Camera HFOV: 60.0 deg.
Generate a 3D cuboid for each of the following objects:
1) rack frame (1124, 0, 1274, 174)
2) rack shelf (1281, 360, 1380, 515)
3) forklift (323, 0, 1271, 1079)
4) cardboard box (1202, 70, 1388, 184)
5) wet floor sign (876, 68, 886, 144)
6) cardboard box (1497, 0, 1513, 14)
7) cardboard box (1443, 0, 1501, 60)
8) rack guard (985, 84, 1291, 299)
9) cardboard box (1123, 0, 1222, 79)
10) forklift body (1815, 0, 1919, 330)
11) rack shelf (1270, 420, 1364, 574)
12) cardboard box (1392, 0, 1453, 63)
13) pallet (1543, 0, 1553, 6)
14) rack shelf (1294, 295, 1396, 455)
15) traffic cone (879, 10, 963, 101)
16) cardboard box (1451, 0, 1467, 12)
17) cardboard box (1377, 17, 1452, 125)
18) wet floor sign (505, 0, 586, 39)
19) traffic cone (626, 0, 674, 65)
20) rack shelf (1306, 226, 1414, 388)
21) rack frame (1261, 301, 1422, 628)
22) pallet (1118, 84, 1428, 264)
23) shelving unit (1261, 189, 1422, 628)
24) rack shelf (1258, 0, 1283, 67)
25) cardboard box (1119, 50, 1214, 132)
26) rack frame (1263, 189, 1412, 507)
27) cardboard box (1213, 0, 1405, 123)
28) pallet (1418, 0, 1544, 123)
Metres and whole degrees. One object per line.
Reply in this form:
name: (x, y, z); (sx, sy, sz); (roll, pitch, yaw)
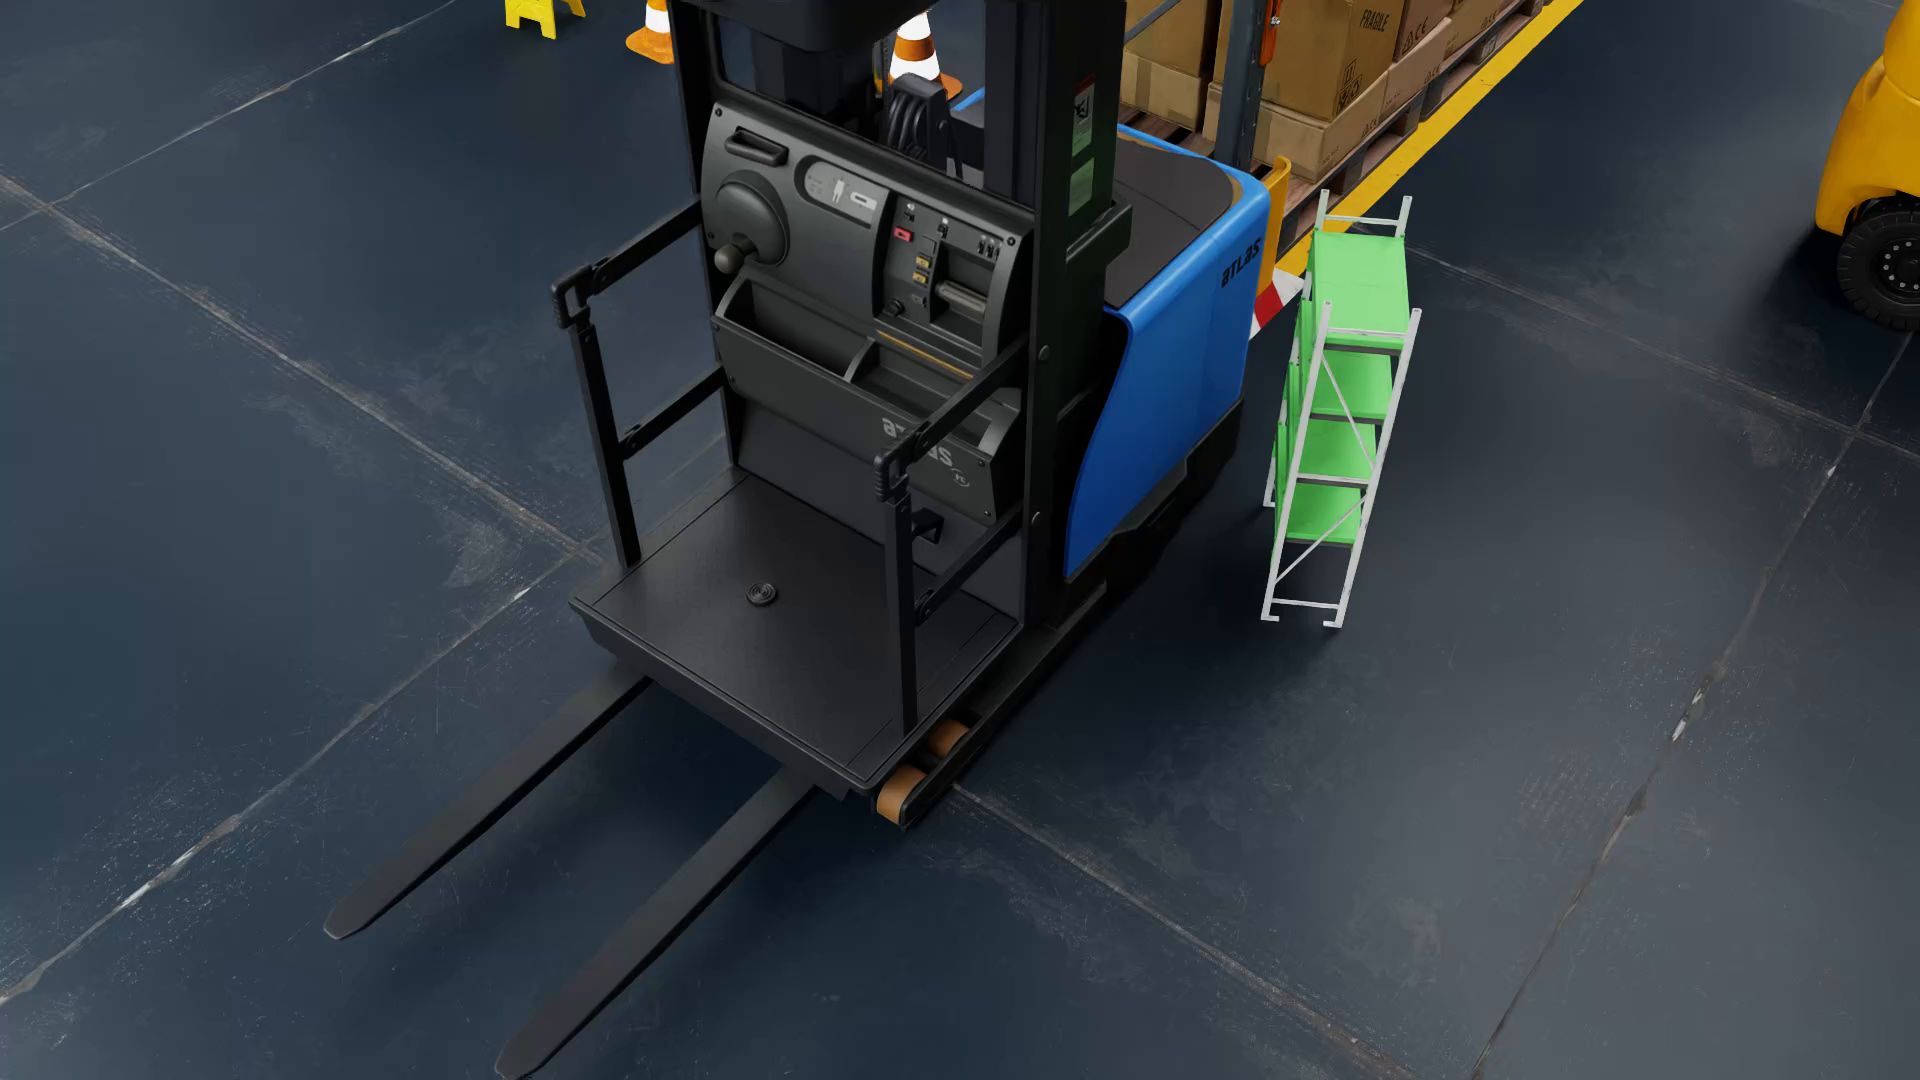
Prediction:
rack frame: (0.571, -2.132, 5.212); (1.000, 3.000, 0.127); (29, 53, 25)
rack shelf: (1.062, -0.298, 4.793); (0.258, 0.148, 0.480); (6, 47, 5)
forklift: (-0.378, -0.647, 3.841); (1.130, 2.935, 3.031); (28, 53, 24)
cardboard box: (1.283, -1.667, 6.379); (0.500, 0.250, 0.500); (29, 53, 25)
wet floor sign: (-0.392, -1.683, 6.412); (0.232, 0.644, 0.267); (-25, 51, -22)
cardboard box: (2.235, -2.561, 7.233); (0.500, 0.250, 0.500); (30, 53, 26)
cardboard box: (1.924, -2.273, 6.958); (0.500, 0.250, 0.500); (33, 54, 27)
rack guard: (0.617, -1.312, 6.158); (1.175, 0.500, 0.348); (29, 53, 25)
cardboard box: (0.854, -2.160, 6.332); (0.500, 0.500, 0.500); (30, 53, 25)
forklift body: (4.216, -1.538, 5.232); (2.313, 2.155, 1.214); (29, 53, 25)
rack shelf: (1.062, -0.132, 4.967); (0.258, 0.148, 0.480); (6, 47, 5)
cardboard box: (1.613, -2.241, 6.409); (0.500, 0.500, 0.500); (27, 52, 24)
pallet: (2.634, -3.058, 8.025); (1.003, 0.211, 1.213); (29, 53, 25)
rack shelf: (1.062, -0.464, 4.620); (0.258, 0.148, 0.480); (6, 47, 5)
traffic cone: (-0.187, -2.072, 6.909); (0.336, 0.463, 0.334); (29, 53, 25)
cardboard box: (1.926, -2.524, 6.679); (0.500, 0.500, 0.500); (30, 53, 26)
cardboard box: (1.601, -1.955, 6.655); (0.500, 0.250, 0.500); (31, 54, 26)
wet floor sign: (-1.859, -2.558, 7.247); (0.267, 0.644, 0.232); (21, 50, 19)
traffic cone: (-1.274, -2.368, 7.192); (0.336, 0.463, 0.334); (29, 53, 25)
rack shelf: (1.062, -0.630, 4.446); (0.258, 0.148, 0.480); (6, 47, 5)
rack frame: (1.029, -0.167, 4.580); (0.240, 1.200, 0.015); (6, 47, 5)
pallet: (1.142, -1.662, 6.691); (1.003, 0.211, 1.213); (29, 53, 25)
shelving unit: (1.062, -0.342, 4.747); (0.258, 1.200, 0.503); (6, 47, 5)
rack shelf: (1.793, -3.028, 6.566); (1.077, 0.370, 4.000); (29, 53, 25)
cardboard box: (0.867, -1.923, 6.623); (0.500, 0.250, 0.500); (29, 53, 25)
rack frame: (1.095, -0.517, 4.914); (0.240, 1.200, 0.015); (6, 47, 5)
cardboard box: (1.297, -1.940, 6.121); (0.500, 0.500, 0.500); (28, 52, 24)
pallet: (1.888, -2.357, 7.355); (1.003, 0.211, 1.213); (29, 53, 25)
